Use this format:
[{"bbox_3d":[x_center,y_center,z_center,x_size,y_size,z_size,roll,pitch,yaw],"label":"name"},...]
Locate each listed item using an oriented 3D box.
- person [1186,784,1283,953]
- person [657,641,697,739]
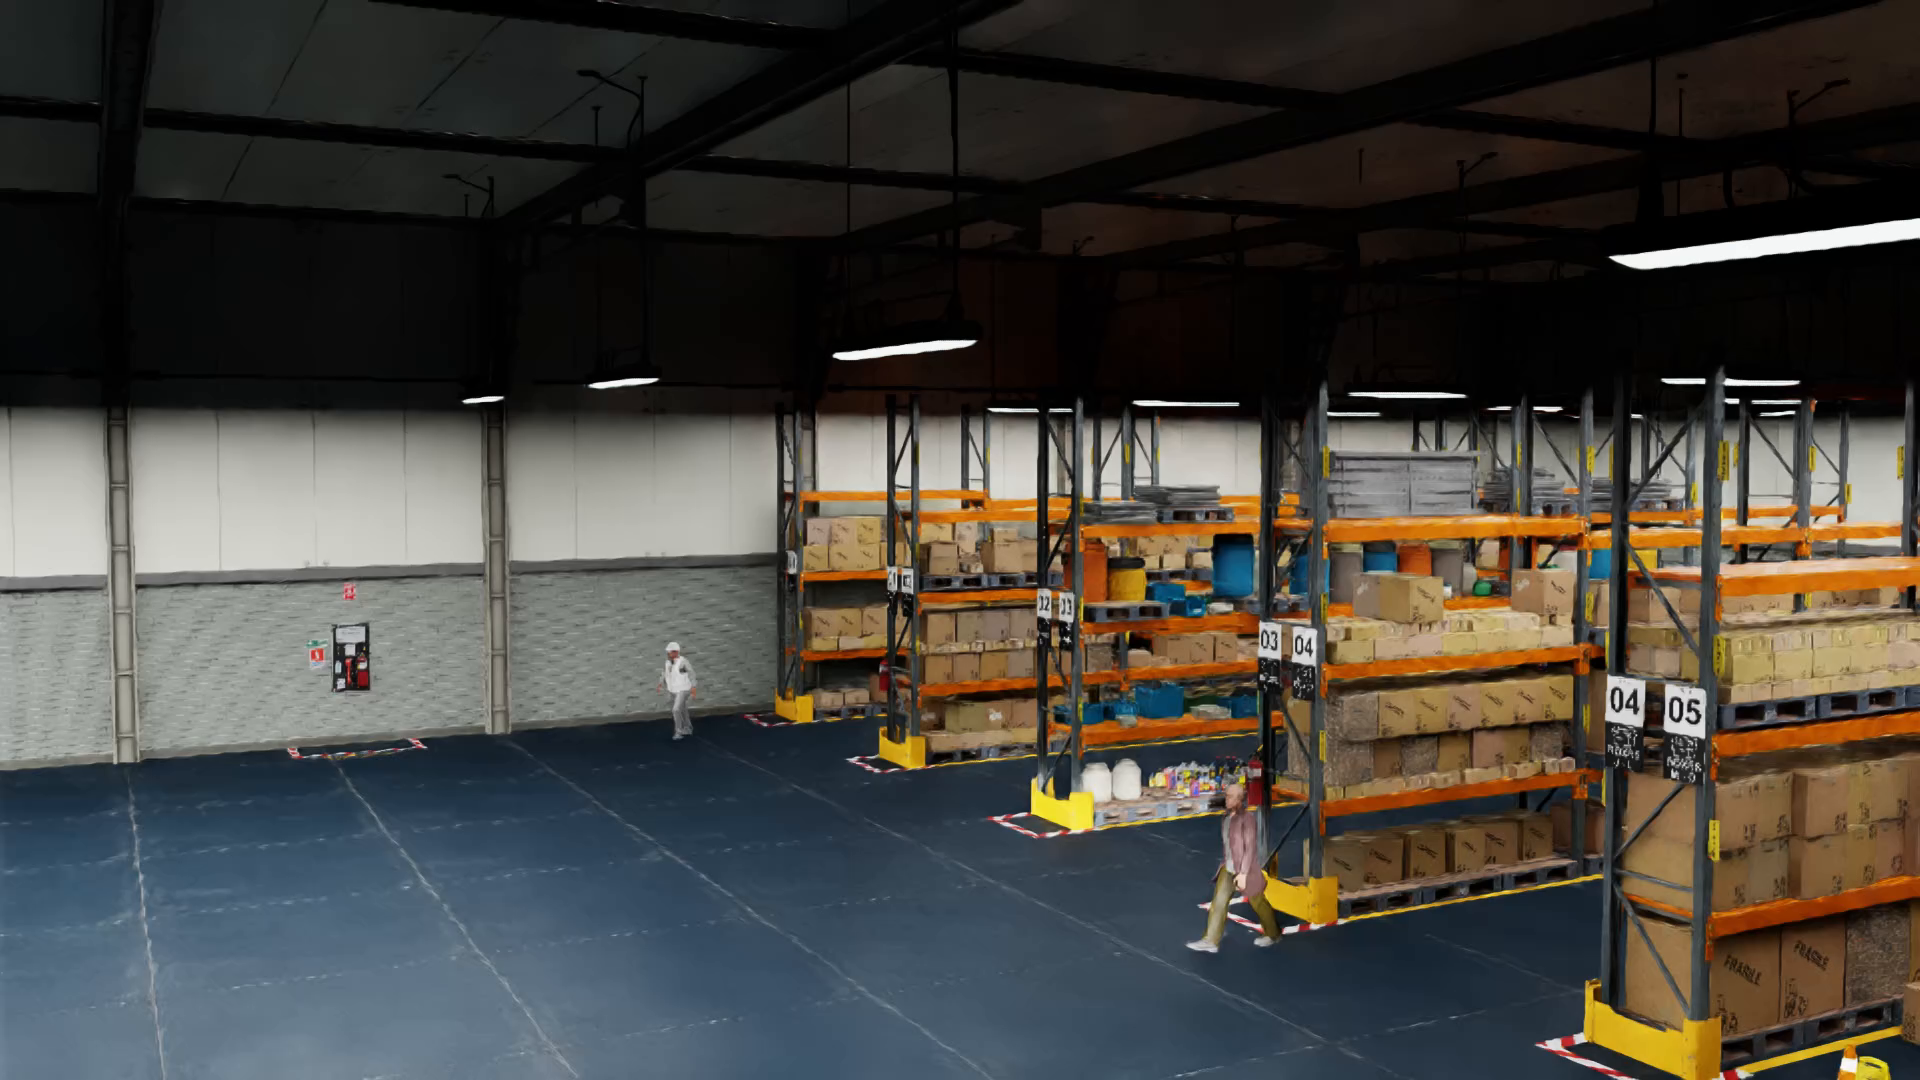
[{"bbox_3d":[2.835,3.338,16.936,1.111,1.725,0.598,-2,4,-29],"label":"person"},{"bbox_3d":[-4.969,2.635,29.404,0.676,1.713,0.780,3,4,42],"label":"person"}]
